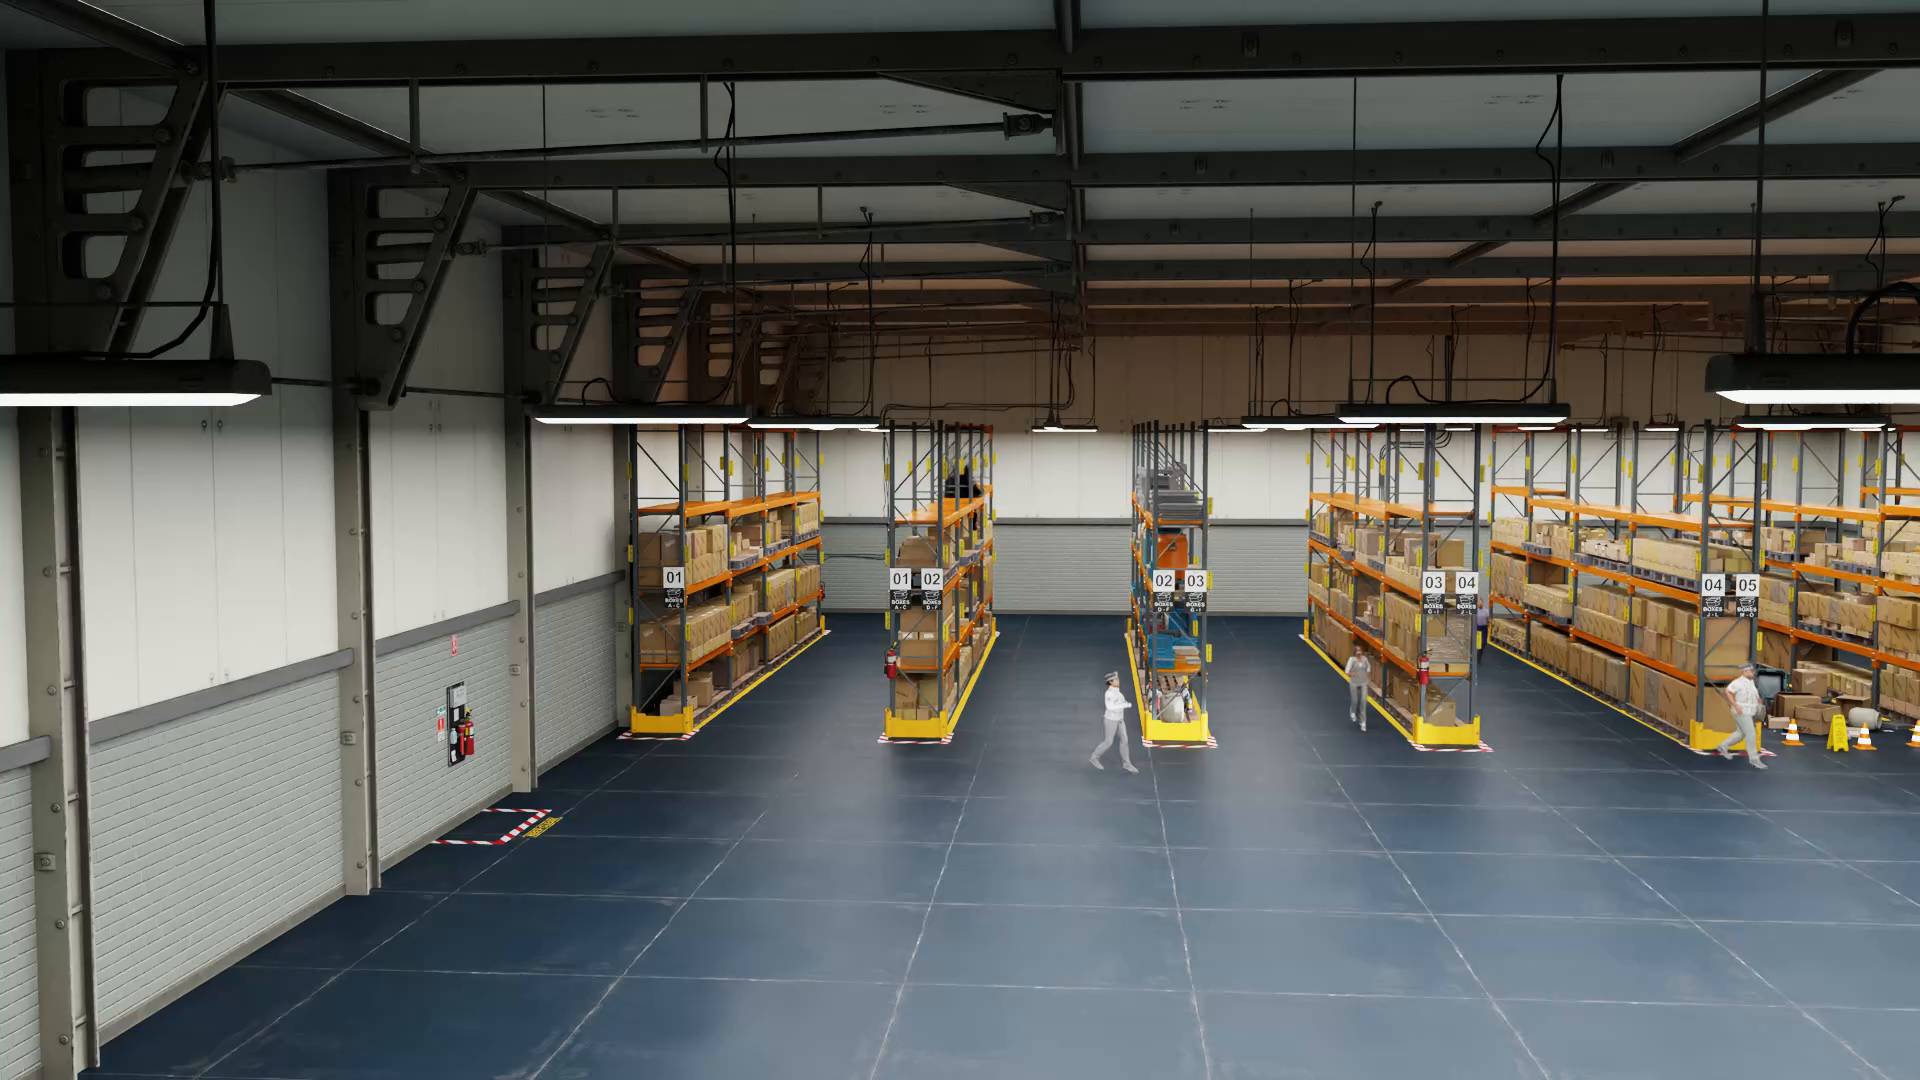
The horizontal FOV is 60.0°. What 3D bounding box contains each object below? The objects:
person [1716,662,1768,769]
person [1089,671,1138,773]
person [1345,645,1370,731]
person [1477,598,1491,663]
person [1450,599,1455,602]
[{"bbox_3d":[13.585,3.003,28.831,0.913,1.791,0.683,3,5,42],"label":"person"},{"bbox_3d":[2.612,3.064,28.139,0.852,1.708,0.426,2,4,27],"label":"person"},{"bbox_3d":[7.787,2.853,32.533,0.534,1.615,0.863,0,4,2],"label":"person"},{"bbox_3d":[13.101,2.285,41.974,0.607,1.610,0.682,1,4,9],"label":"person"},{"bbox_3d":[13.789,1.884,47.023,0.739,1.772,0.754,-2,4,-29],"label":"person"}]
